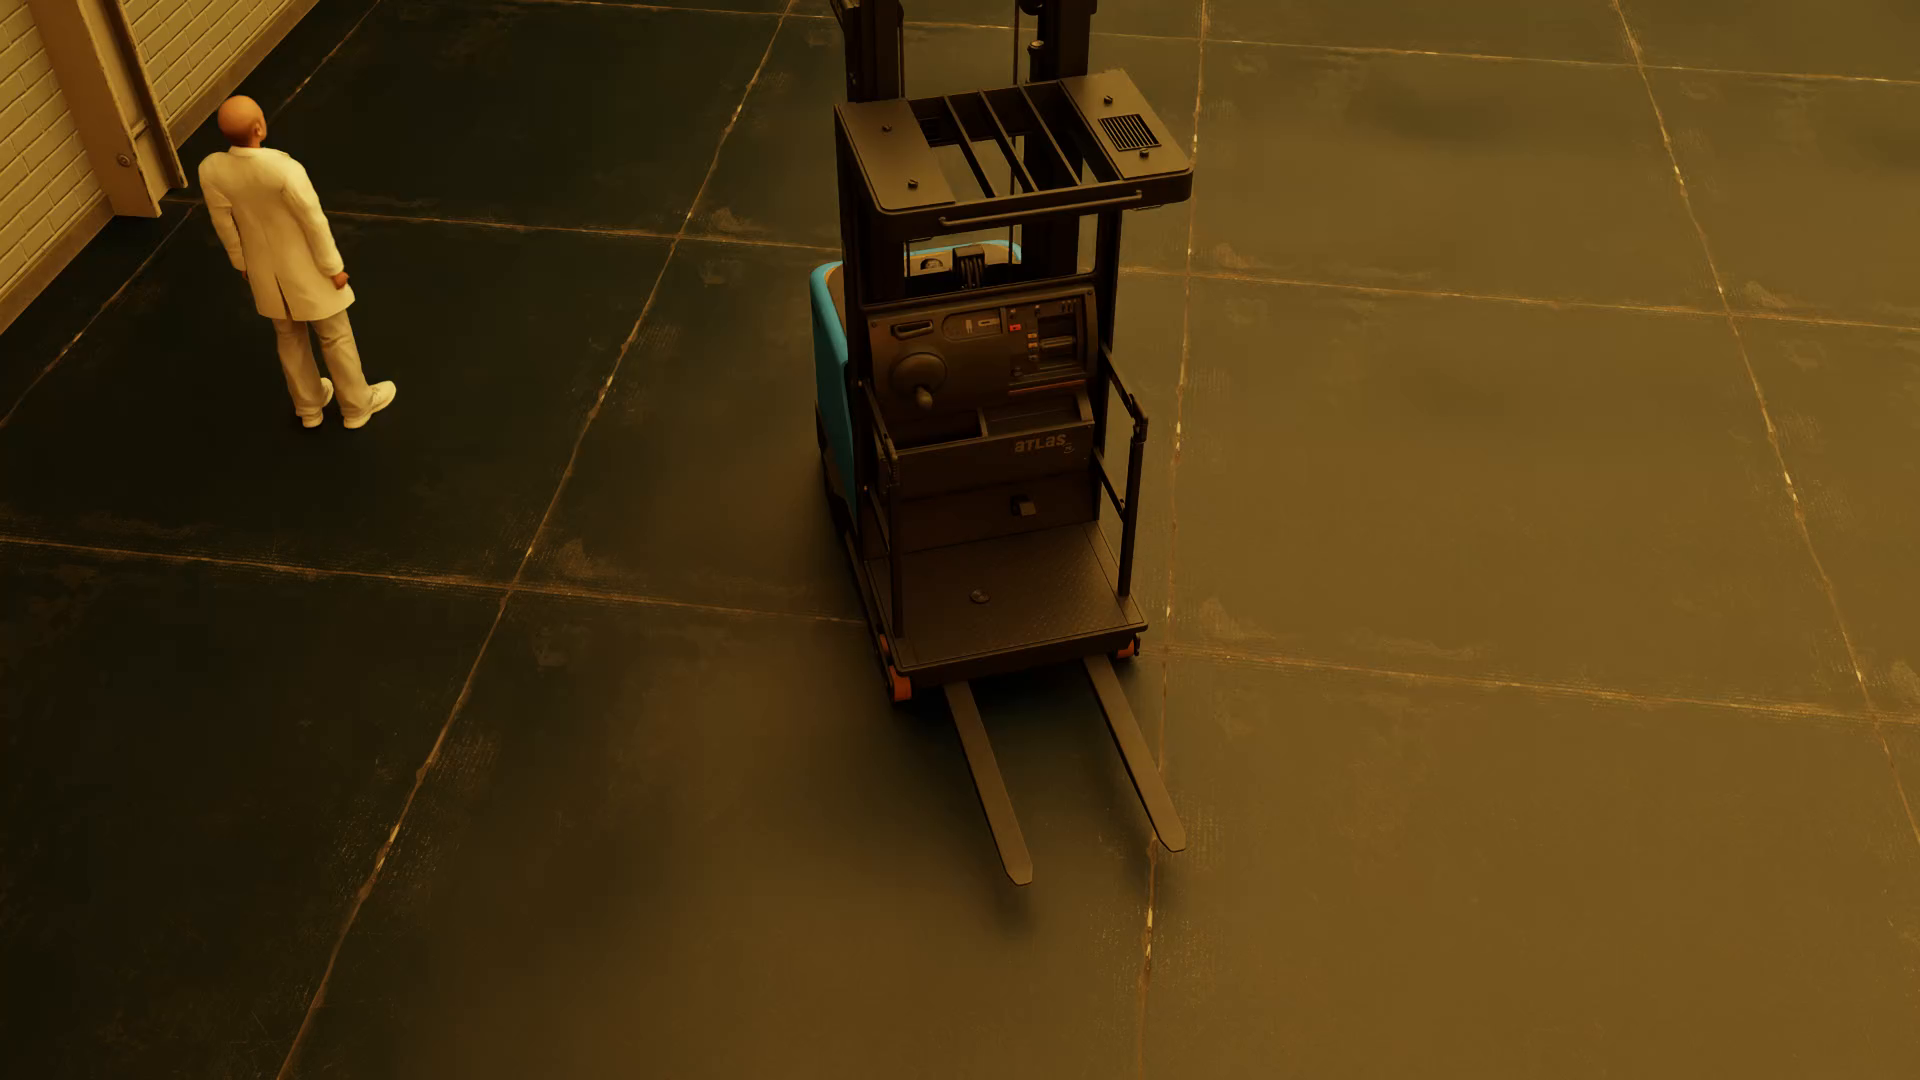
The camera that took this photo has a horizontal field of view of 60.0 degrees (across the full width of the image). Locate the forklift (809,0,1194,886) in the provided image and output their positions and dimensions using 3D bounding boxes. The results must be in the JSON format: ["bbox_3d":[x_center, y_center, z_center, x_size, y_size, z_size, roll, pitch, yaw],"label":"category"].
[{"bbox_3d":[0.153,-0.681,6.465,1.130,2.935,3.031,-10,44,-11],"label":"forklift"}]

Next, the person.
[{"bbox_3d":[-3.220,-1.340,8.032,0.554,1.783,0.382,5,43,5],"label":"person"}]
